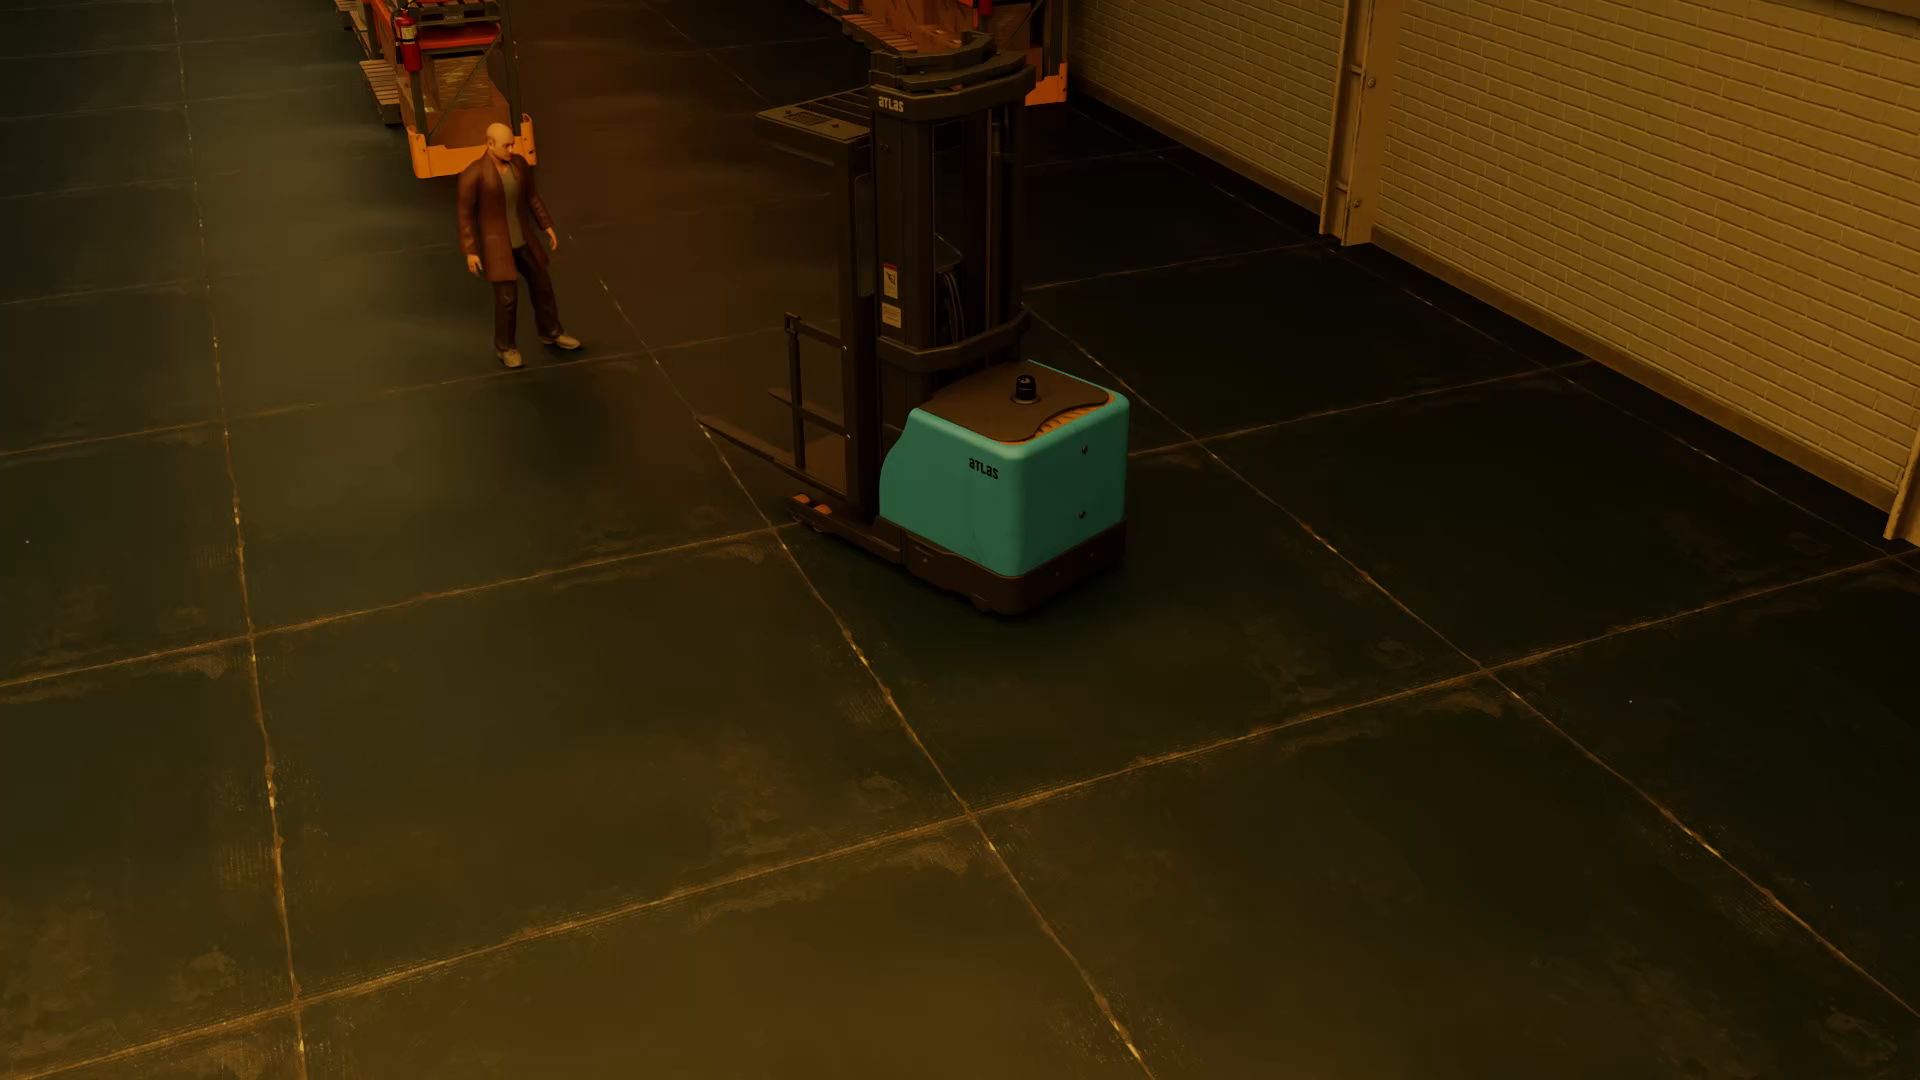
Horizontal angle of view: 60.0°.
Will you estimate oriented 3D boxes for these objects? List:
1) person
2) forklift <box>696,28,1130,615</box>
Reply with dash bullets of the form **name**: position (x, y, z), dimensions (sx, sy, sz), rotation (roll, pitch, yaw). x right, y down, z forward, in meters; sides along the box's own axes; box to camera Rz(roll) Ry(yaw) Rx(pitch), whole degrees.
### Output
- **person**: position (-3.236, -2.145, 12.047), dimensions (0.435, 1.765, 0.775), rotation (21, 36, 32)
- **forklift**: position (-0.436, -1.483, 9.714), dimensions (3.031, 2.935, 1.130), rotation (26, 39, 37)
